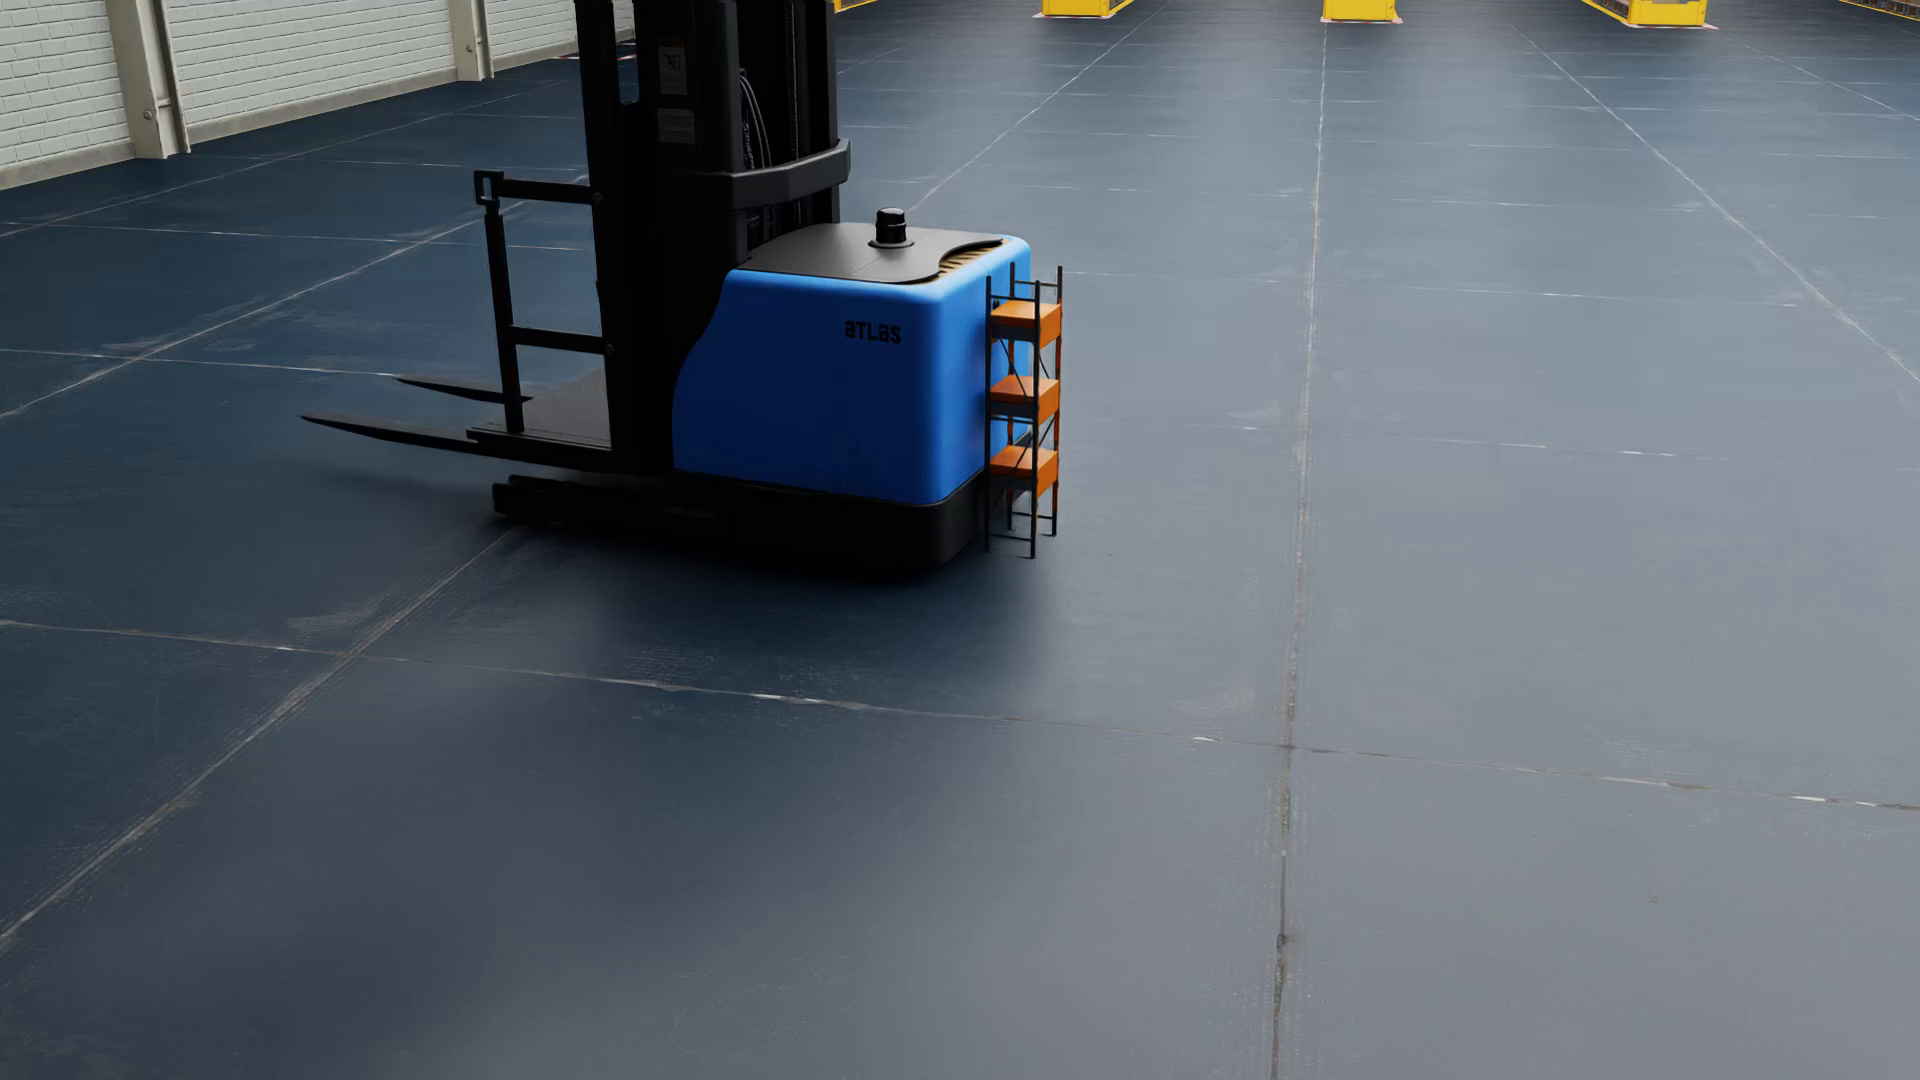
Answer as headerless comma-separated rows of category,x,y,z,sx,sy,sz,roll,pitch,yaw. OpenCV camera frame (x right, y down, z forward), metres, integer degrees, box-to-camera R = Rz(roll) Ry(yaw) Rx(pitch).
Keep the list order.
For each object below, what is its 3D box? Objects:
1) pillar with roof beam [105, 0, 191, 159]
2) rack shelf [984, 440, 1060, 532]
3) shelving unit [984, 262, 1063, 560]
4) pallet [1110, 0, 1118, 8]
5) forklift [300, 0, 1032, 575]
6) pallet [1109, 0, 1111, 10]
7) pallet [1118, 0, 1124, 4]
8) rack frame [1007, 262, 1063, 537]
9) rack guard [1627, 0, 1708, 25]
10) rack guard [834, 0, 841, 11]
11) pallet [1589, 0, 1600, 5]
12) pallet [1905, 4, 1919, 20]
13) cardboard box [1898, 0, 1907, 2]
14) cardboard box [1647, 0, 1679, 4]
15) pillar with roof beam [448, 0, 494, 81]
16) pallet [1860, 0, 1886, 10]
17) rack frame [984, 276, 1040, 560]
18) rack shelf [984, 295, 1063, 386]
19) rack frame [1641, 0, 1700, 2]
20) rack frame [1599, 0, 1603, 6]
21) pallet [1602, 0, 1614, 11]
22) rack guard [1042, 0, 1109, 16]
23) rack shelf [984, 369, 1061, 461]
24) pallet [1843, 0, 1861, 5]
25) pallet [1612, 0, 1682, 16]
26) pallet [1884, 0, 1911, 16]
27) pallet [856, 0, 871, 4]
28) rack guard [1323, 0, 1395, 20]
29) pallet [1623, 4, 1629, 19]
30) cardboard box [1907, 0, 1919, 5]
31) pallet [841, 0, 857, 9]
pillar with roof beam,-2.958,-7.309,12.457,9.100,9.000,0.400,4,22,11
rack shelf,0.231,-0.204,6.226,0.215,0.259,0.240,9,23,20
shelving unit,0.231,-0.471,6.118,0.215,1.050,0.252,9,23,20
pallet,2.421,-10.174,31.333,1.003,0.211,1.213,4,22,11
forklift,-1.281,-1.576,6.343,3.031,2.935,1.130,9,24,21
pallet,2.170,-9.729,30.228,1.003,0.211,1.213,4,22,11
pallet,2.668,-10.621,32.444,1.003,0.211,1.213,4,22,11
rack frame,0.277,-0.513,6.223,0.200,1.050,0.008,9,23,20
rack guard,11.768,-8.851,27.662,1.175,0.500,0.348,4,22,11
rack guard,-2.780,-9.984,30.475,1.175,0.500,0.348,4,22,11
pallet,12.726,-10.437,31.987,1.003,0.211,1.213,4,22,11
pallet,16.925,-9.018,28.462,1.003,0.211,1.213,4,22,11
cardboard box,17.207,-10.015,29.489,0.875,0.875,0.875,5,22,12
cardboard box,11.896,-9.246,28.079,0.500,0.500,0.500,9,24,21
pillar with roof beam,-1.733,-9.504,17.906,9.100,9.000,0.400,4,22,11
pallet,17.487,-10.025,30.964,1.003,0.211,1.213,4,22,11
rack frame,0.186,-0.429,6.013,0.200,1.050,0.008,9,23,20
rack shelf,0.231,-0.725,6.016,0.215,0.259,0.240,9,23,20
rack frame,11.752,-9.983,27.126,1.000,3.000,0.127,4,22,11
rack frame,12.569,-11.446,30.759,1.000,3.000,0.127,4,22,11
pallet,12.466,-9.904,30.663,1.003,0.211,1.213,4,22,11
rack guard,2.050,-9.571,29.450,1.175,0.500,0.348,4,22,11
rack shelf,0.231,-0.461,6.122,0.215,0.259,0.240,9,23,20
pallet,17.734,-10.473,32.075,1.003,0.211,1.213,4,22,11
pallet,12.219,-9.457,29.552,1.003,0.211,1.213,4,22,11
pallet,17.172,-9.465,29.573,1.003,0.211,1.213,4,22,11
pallet,-2.328,-10.589,32.364,1.003,0.211,1.213,4,22,11
rack guard,6.873,-9.233,28.609,1.175,0.500,0.348,4,22,11
pallet,11.968,-9.012,28.447,1.003,0.211,1.213,4,22,11
cardboard box,17.026,-9.686,28.669,0.875,0.875,0.875,5,22,11
pallet,-2.579,-10.145,31.260,1.003,0.211,1.213,4,22,11
